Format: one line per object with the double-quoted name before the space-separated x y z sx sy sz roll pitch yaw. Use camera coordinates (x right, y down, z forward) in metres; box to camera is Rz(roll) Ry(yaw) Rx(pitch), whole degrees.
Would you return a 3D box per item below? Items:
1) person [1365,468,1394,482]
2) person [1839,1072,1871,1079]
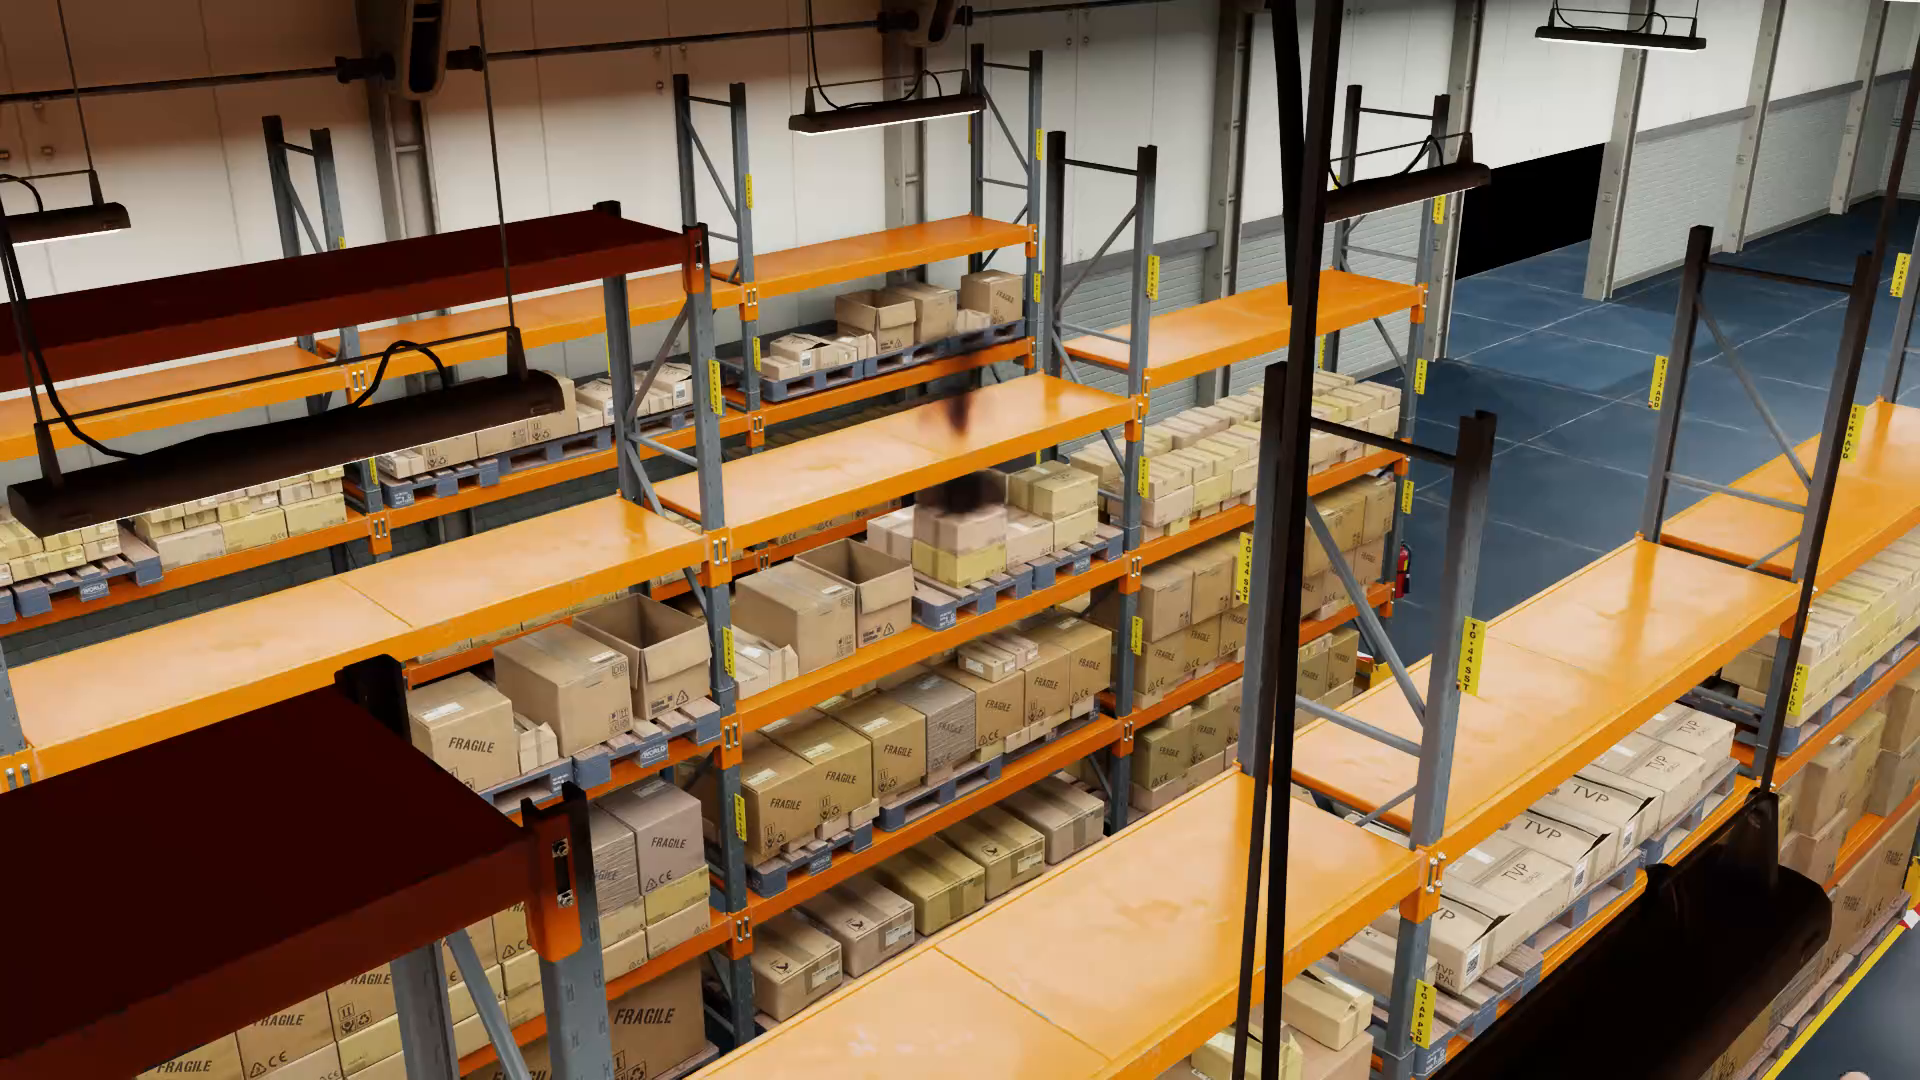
"person" 4.838 -0.496 19.776 0.671 1.773 0.697 17 28 35
"person" 4.861 3.776 9.429 0.795 1.850 0.670 -19 29 -38
